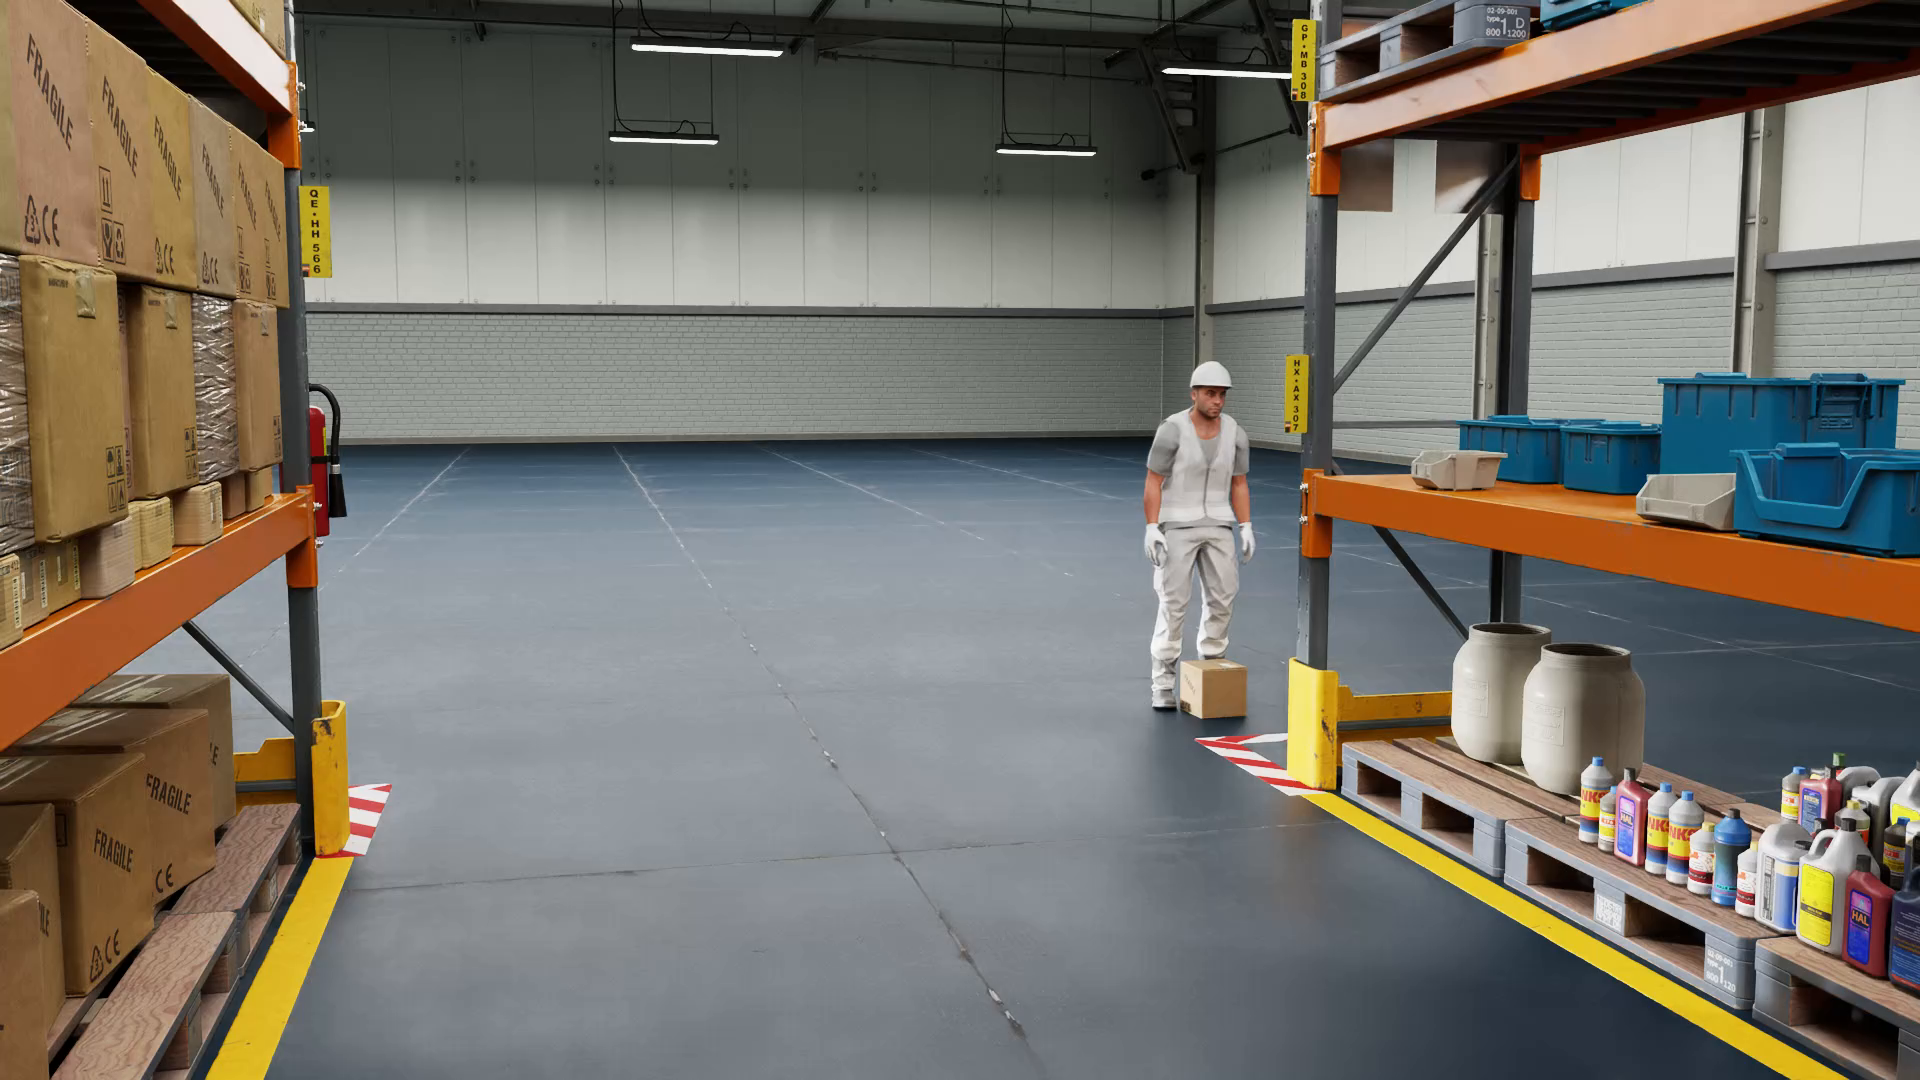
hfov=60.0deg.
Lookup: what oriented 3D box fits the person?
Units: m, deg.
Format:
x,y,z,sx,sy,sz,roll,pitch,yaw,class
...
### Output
x,y,z,sx,sy,sz,roll,pitch,yaw,class
1.232,-0.027,8.581,0.602,1.779,0.455,-2,6,-14,person
